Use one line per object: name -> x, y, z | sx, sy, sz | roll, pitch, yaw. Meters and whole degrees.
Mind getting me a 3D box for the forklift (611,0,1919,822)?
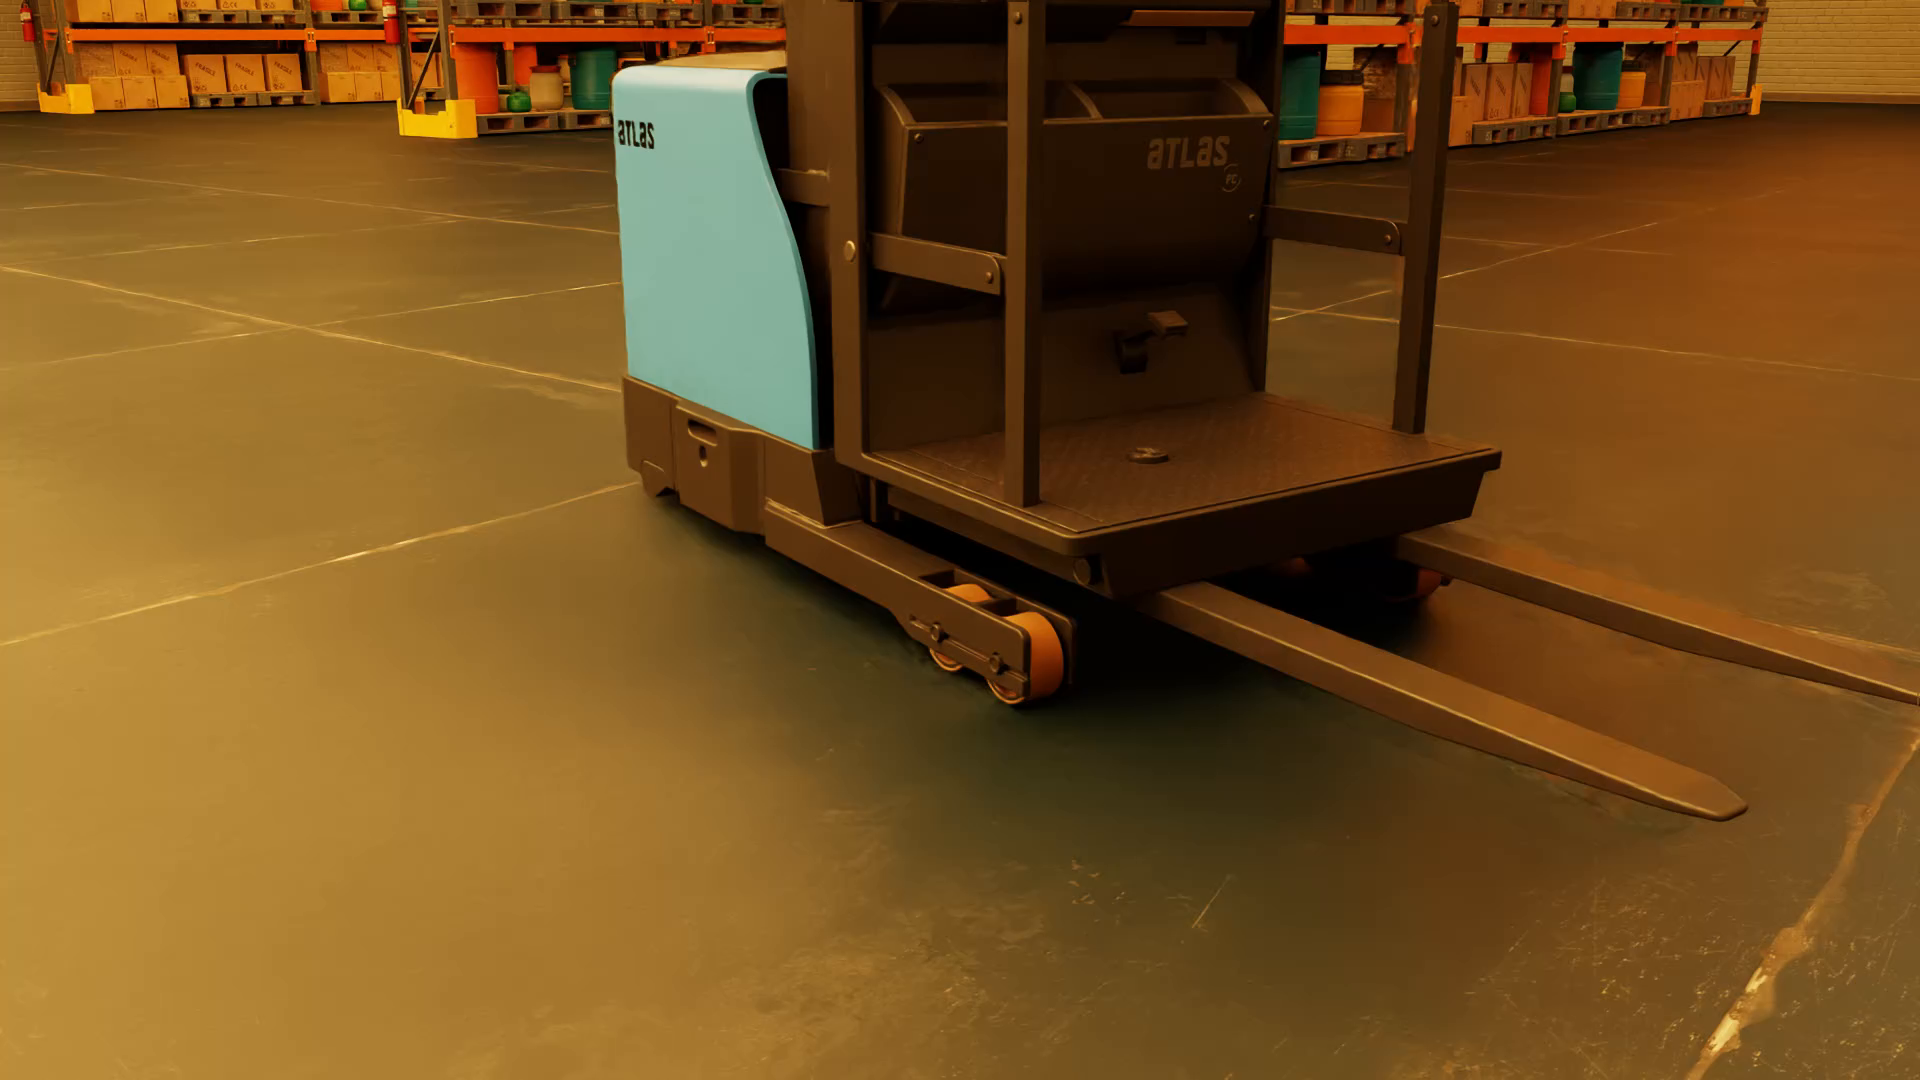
forklift -> 0.368, -1.265, 3.064 | 1.130, 2.935, 3.031 | -11, 20, -32
